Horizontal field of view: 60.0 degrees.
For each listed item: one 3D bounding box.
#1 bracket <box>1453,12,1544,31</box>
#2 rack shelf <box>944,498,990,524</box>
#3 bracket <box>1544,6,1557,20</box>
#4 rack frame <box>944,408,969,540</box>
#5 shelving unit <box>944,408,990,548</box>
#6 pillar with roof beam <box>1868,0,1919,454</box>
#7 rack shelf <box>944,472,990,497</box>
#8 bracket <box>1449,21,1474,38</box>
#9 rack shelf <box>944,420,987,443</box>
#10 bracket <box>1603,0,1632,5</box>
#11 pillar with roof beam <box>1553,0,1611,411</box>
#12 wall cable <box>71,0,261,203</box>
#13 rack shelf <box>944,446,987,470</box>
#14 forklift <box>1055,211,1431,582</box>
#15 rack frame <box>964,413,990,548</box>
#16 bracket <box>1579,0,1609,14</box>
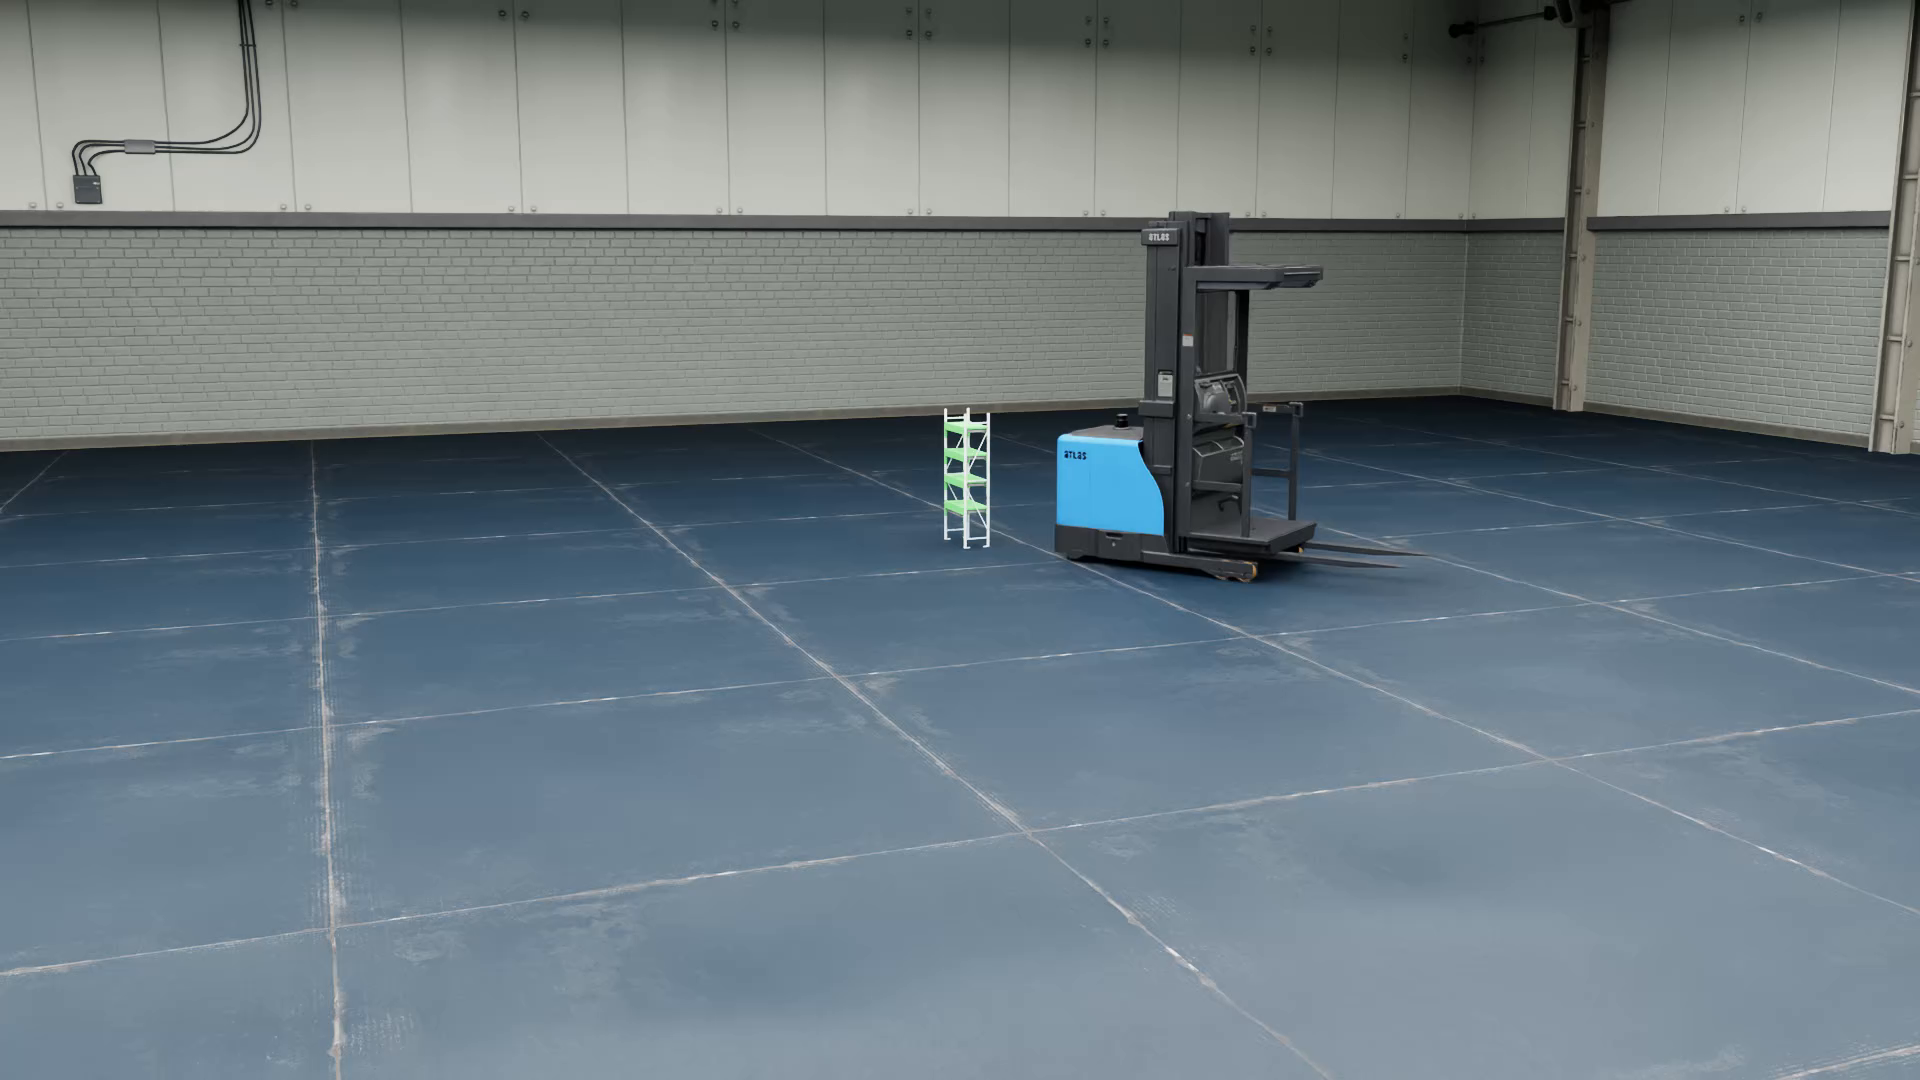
[{"bbox_3d":[8.830,-8.665,27.991,0.076,0.066,3.189,-4,11,-21],"label":"bracket"},{"bbox_3d":[0.060,-0.265,15.046,0.258,0.148,0.480,-4,11,-21],"label":"rack shelf"},{"bbox_3d":[9.475,-8.375,26.358,0.235,0.232,0.430,-4,11,-21],"label":"bracket"},{"bbox_3d":[-0.028,-0.604,15.217,0.240,1.200,0.015,-4,11,-21],"label":"rack frame"},{"bbox_3d":[0.060,-0.564,14.993,0.258,1.200,0.503,-4,11,-21],"label":"shelving unit"},{"bbox_3d":[8.118,-5.305,19.378,9.100,9.000,0.400,-4,11,-21],"label":"pillar with roof beam"},{"bbox_3d":[0.060,-0.501,15.004,0.258,0.148,0.480,-4,11,-21],"label":"rack shelf"},{"bbox_3d":[8.616,-8.762,28.533,0.235,0.232,0.430,-4,11,-21],"label":"bracket"},{"bbox_3d":[0.060,-0.973,14.920,0.258,0.148,0.480,-4,11,-21],"label":"rack shelf"},{"bbox_3d":[10.709,-7.819,23.232,0.076,0.066,4.783,-4,11,-21],"label":"bracket"},{"bbox_3d":[5.943,-6.284,24.884,9.100,9.000,0.548,-4,11,-21],"label":"pillar with roof beam"},{"bbox_3d":[-10.384,-7.397,21.431,2.305,6.003,0.169,-4,11,-21],"label":"wall cable"},{"bbox_3d":[0.060,-0.737,14.962,0.258,0.148,0.480,-4,11,-21],"label":"rack shelf"},{"bbox_3d":[2.331,-1.208,13.674,3.031,2.935,1.130,6,12,32],"label":"forklift"},{"bbox_3d":[0.148,-0.524,14.769,0.240,1.200,0.015,-4,11,-21],"label":"rack frame"},{"bbox_3d":[9.775,-8.239,25.597,0.235,0.232,0.430,-4,11,-21],"label":"bracket"}]
